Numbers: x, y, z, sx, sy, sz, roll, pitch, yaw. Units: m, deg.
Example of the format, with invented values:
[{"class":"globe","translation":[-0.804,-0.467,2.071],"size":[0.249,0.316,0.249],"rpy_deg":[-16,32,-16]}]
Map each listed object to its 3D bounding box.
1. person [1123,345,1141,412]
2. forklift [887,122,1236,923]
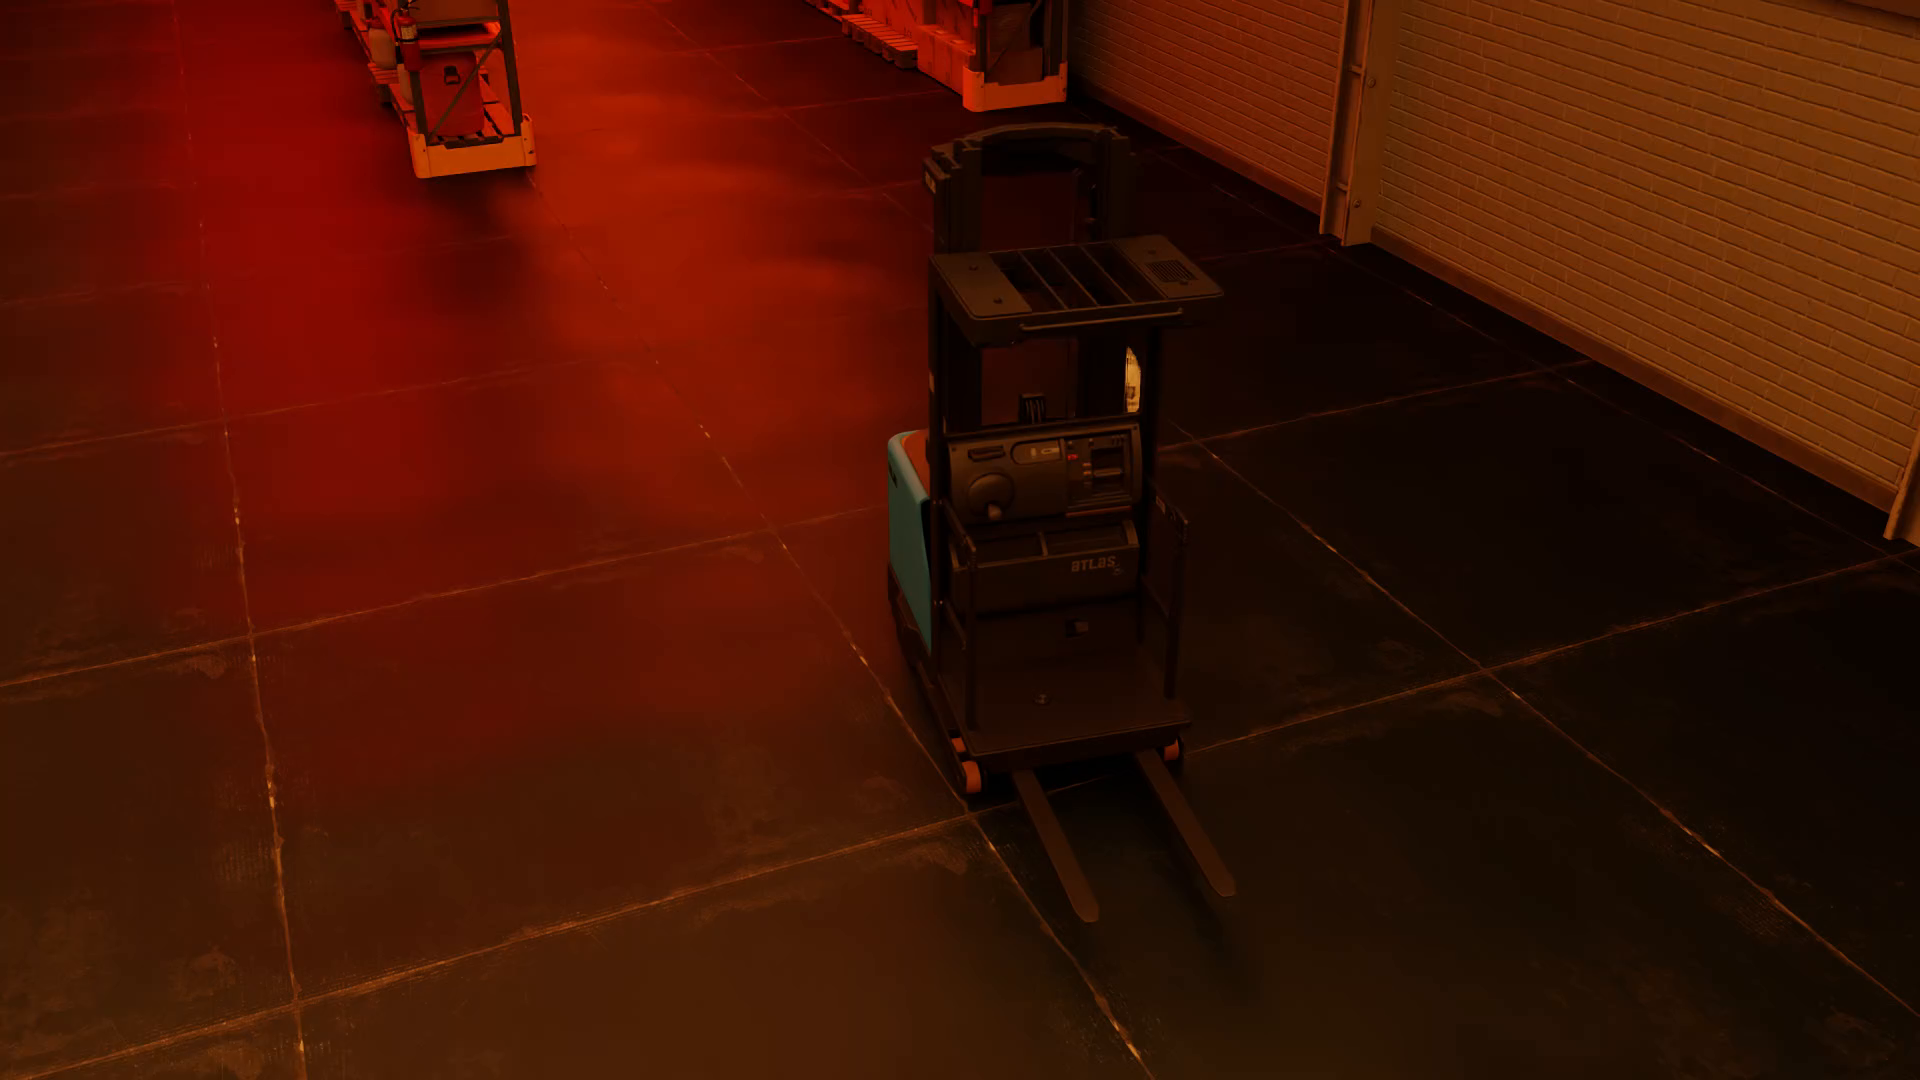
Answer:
[{"class":"person","translation":[0.888,-0.641,9.635],"size":[0.454,1.644,0.814],"rpy_deg":[-12,32,-19]},{"class":"forklift","translation":[0.460,-0.268,7.589],"size":[1.130,2.935,3.031],"rpy_deg":[-7,31,-13]}]
